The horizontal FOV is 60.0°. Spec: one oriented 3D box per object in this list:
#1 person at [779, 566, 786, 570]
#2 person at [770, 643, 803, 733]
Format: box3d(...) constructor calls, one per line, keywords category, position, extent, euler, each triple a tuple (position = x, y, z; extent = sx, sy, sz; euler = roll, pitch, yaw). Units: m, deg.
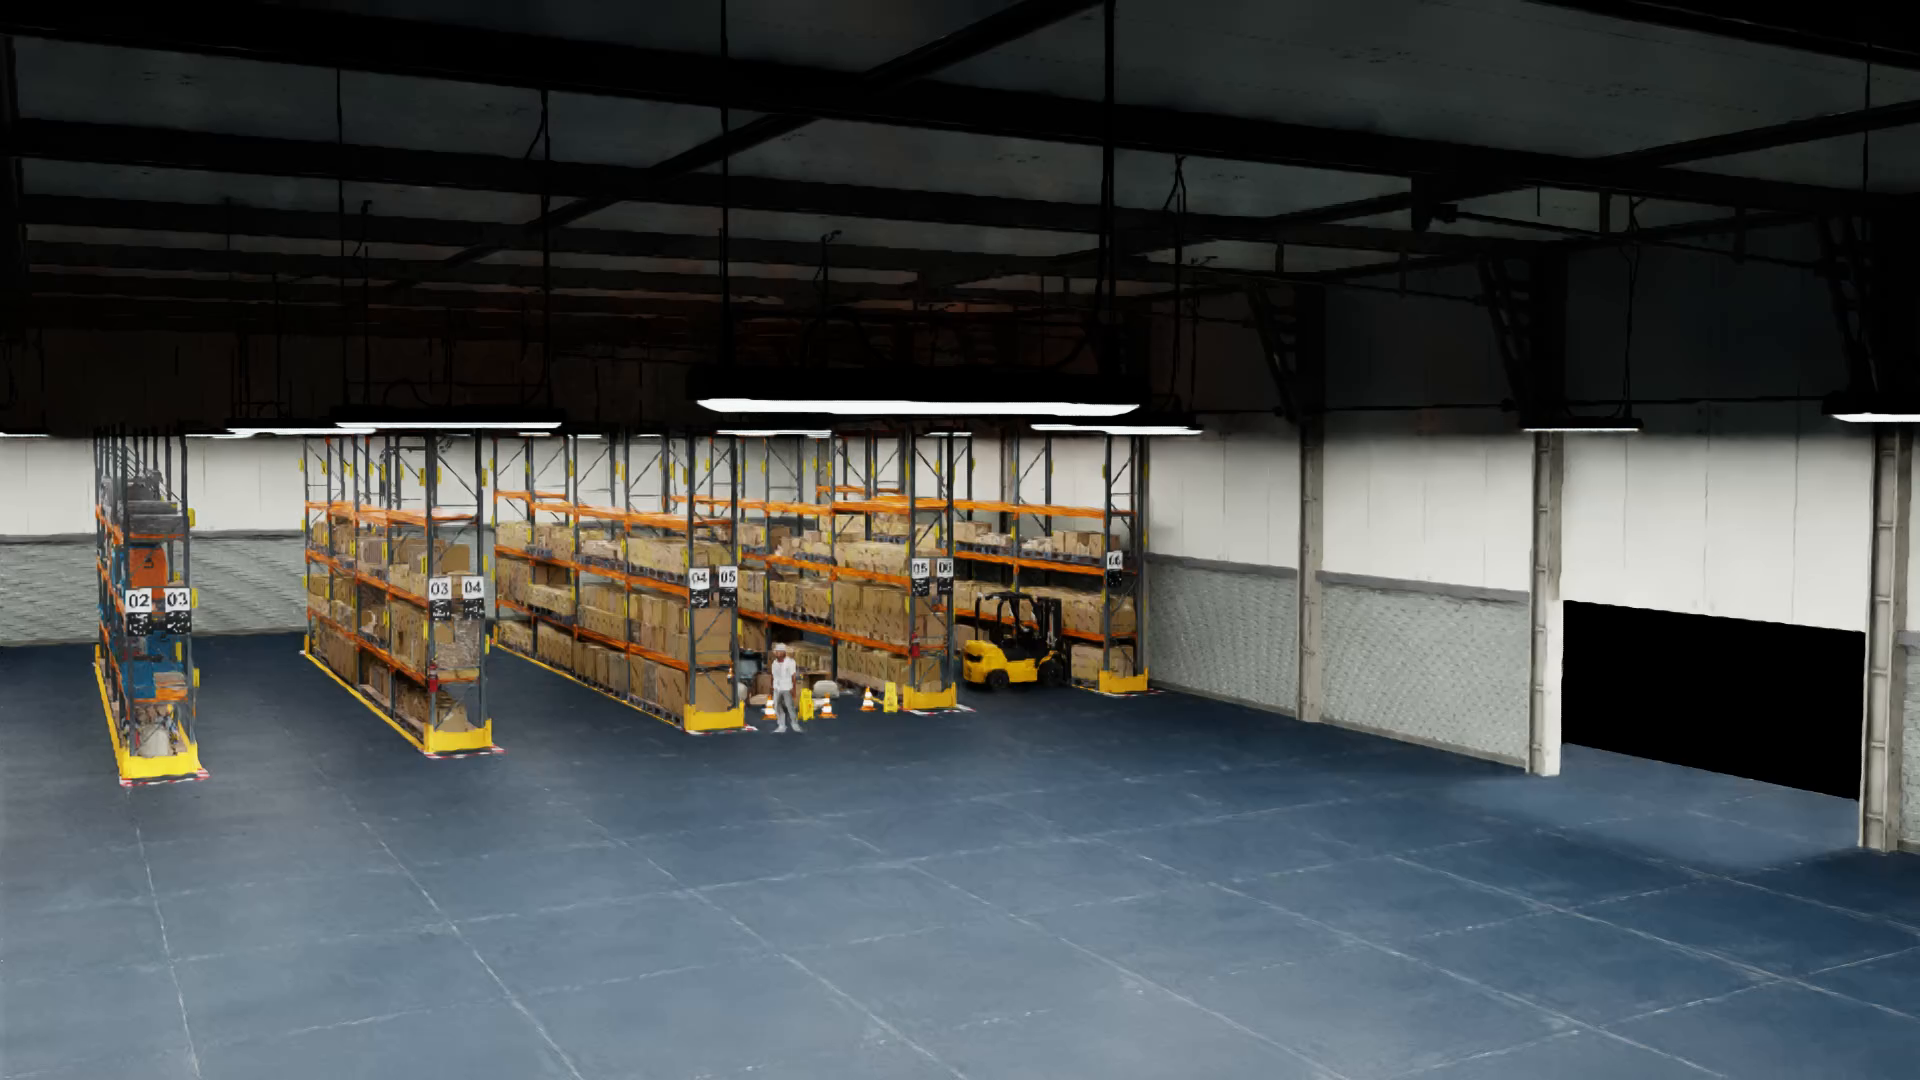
box3d(category="person", position=(-5.633, 1.649, 53.754), extent=(0.537, 1.647, 0.602), euler=(2, 4, 28))
box3d(category="person", position=(-3.420, 2.886, 32.481), extent=(0.658, 1.759, 0.540), euler=(2, 4, 33))
